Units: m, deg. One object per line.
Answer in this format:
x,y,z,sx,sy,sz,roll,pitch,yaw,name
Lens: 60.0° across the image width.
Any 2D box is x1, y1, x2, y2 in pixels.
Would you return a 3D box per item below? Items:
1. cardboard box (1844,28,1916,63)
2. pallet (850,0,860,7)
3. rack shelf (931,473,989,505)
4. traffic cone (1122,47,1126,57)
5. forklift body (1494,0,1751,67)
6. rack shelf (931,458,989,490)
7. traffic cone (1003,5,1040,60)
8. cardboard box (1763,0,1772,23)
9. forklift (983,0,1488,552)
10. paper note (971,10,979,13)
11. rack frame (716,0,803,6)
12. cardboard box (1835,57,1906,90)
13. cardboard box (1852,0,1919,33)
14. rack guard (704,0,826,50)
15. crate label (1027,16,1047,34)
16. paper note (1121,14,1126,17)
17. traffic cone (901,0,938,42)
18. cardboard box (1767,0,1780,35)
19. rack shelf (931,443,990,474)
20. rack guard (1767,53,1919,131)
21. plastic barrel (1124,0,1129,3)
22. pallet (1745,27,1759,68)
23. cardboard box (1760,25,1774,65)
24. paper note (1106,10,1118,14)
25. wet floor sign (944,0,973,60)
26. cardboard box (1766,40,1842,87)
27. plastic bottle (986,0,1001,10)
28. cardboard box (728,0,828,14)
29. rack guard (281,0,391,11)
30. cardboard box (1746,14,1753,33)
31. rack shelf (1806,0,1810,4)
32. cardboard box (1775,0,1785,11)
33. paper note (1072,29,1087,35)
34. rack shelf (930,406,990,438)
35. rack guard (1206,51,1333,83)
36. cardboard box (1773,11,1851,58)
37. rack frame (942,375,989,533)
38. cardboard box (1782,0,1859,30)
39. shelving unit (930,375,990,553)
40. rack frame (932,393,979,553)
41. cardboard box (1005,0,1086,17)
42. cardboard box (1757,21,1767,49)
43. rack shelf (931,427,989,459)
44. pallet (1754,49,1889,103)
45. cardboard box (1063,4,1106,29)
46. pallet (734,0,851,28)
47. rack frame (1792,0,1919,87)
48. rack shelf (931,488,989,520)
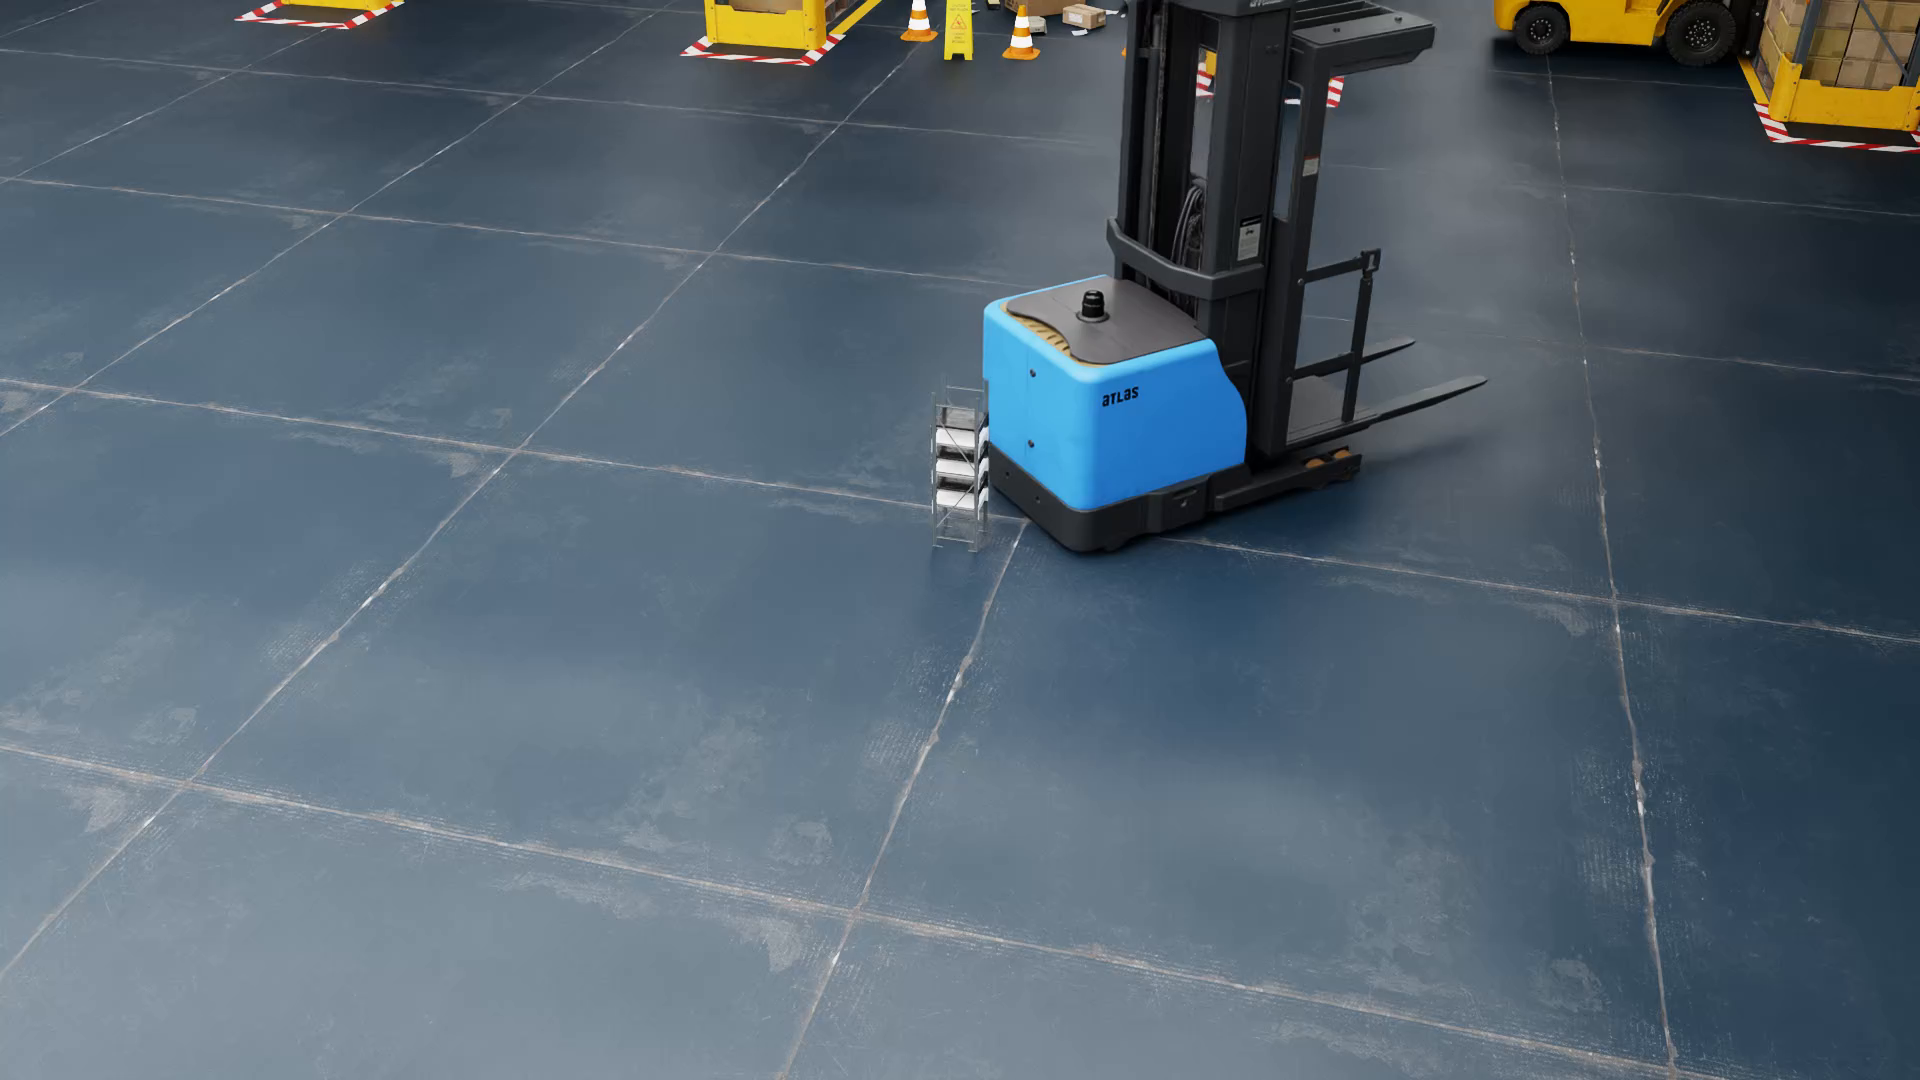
8.020,-4.390,14.565,0.500,0.250,0.500,9,33,13,cardboard box
-1.477,-6.122,18.183,1.003,0.211,1.213,8,33,12,pallet
0.002,-0.280,8.581,0.258,0.077,0.200,8,33,12,rack shelf
1.759,-4.948,16.103,0.336,0.463,0.334,8,33,12,traffic cone
6.416,-5.821,15.901,2.313,2.155,1.214,8,33,12,forklift body
0.002,-0.356,8.533,0.258,0.077,0.200,8,33,12,rack shelf
0.599,-4.923,16.063,0.336,0.463,0.334,8,33,12,traffic cone
7.769,-4.999,15.523,0.500,0.250,0.500,7,33,11,cardboard box
1.644,-1.745,8.763,3.031,2.935,1.130,-17,36,-25,forklift
0.113,-5.549,17.452,0.144,0.017,0.142,20,38,29,paper note
-1.916,-6.242,15.772,1.000,3.000,0.127,8,33,12,rack frame
8.013,-4.192,14.719,0.500,0.250,0.500,8,33,13,cardboard box
8.005,-4.609,14.443,0.500,0.250,0.500,8,33,12,cardboard box
-1.922,-5.174,16.423,1.175,0.500,0.348,8,33,12,rack guard
0.738,-5.202,16.805,0.250,0.136,0.298,-8,33,-13,crate label
1.704,-5.470,17.344,0.032,0.001,0.123,8,33,12,paper note
-0.408,-5.253,16.582,0.336,0.463,0.334,8,33,12,traffic cone
7.658,-4.728,15.097,0.500,0.250,0.500,8,33,12,cardboard box
0.002,-0.432,8.485,0.258,0.077,0.200,8,33,12,rack shelf
7.694,-3.879,14.386,1.175,0.500,0.348,8,33,12,rack guard
1.957,-5.811,17.496,0.421,0.421,0.512,-21,38,-29,plastic barrel
8.165,-4.803,16.109,1.003,0.211,1.213,8,33,12,pallet
7.649,-4.507,15.215,0.500,0.250,0.500,8,33,12,cardboard box
1.573,-5.544,17.454,0.148,0.019,0.142,20,38,29,paper note
-0.008,-4.964,15.956,0.267,0.644,0.232,3,33,4,wet floor sign
7.513,-4.250,14.811,0.500,0.250,0.500,8,33,13,cardboard box
0.350,-5.700,17.659,0.133,0.061,0.283,-3,33,-4,plastic bottle
-1.808,-5.883,16.798,0.875,0.875,0.875,8,33,13,cardboard box
-6.669,-5.954,17.650,1.175,0.500,0.348,8,33,12,rack guard
7.894,-5.038,16.050,0.500,0.250,0.500,9,34,14,cardboard box
8.207,-5.681,15.560,1.077,0.370,4.000,8,33,12,rack shelf
7.639,-4.932,14.952,0.500,0.250,0.500,9,33,13,cardboard box
1.212,-5.129,16.789,0.148,0.019,0.142,-3,33,-4,paper note
0.002,-0.584,8.388,0.258,0.077,0.200,8,33,12,rack shelf
2.917,-4.605,15.527,1.175,0.500,0.348,8,33,12,rack guard
7.521,-4.469,14.690,0.500,0.250,0.500,8,33,12,cardboard box
0.028,-0.437,8.598,0.240,0.900,0.006,8,33,12,rack frame
7.515,-4.667,14.534,0.500,0.250,0.500,9,34,14,cardboard box
0.002,-0.384,8.515,0.258,0.900,0.210,8,33,12,shelving unit
-0.024,-0.331,8.432,0.240,0.900,0.006,8,33,12,rack frame
0.894,-5.823,17.441,0.797,0.503,0.637,-14,35,-21,cardboard box
7.784,-4.765,15.621,0.500,0.250,0.500,8,33,13,cardboard box
0.002,-0.508,8.437,0.258,0.077,0.200,8,33,12,rack shelf
7.853,-4.172,15.116,1.003,0.211,1.213,8,33,12,pallet
1.276,-5.372,17.062,0.380,0.149,0.250,28,42,36,cardboard box
-1.789,-5.491,17.190,1.003,0.211,1.213,8,33,12,pallet
7.700,-4.946,13.735,1.000,3.000,0.127,8,33,12,rack frame
0.002,-0.204,8.630,0.258,0.077,0.200,8,33,12,rack shelf
